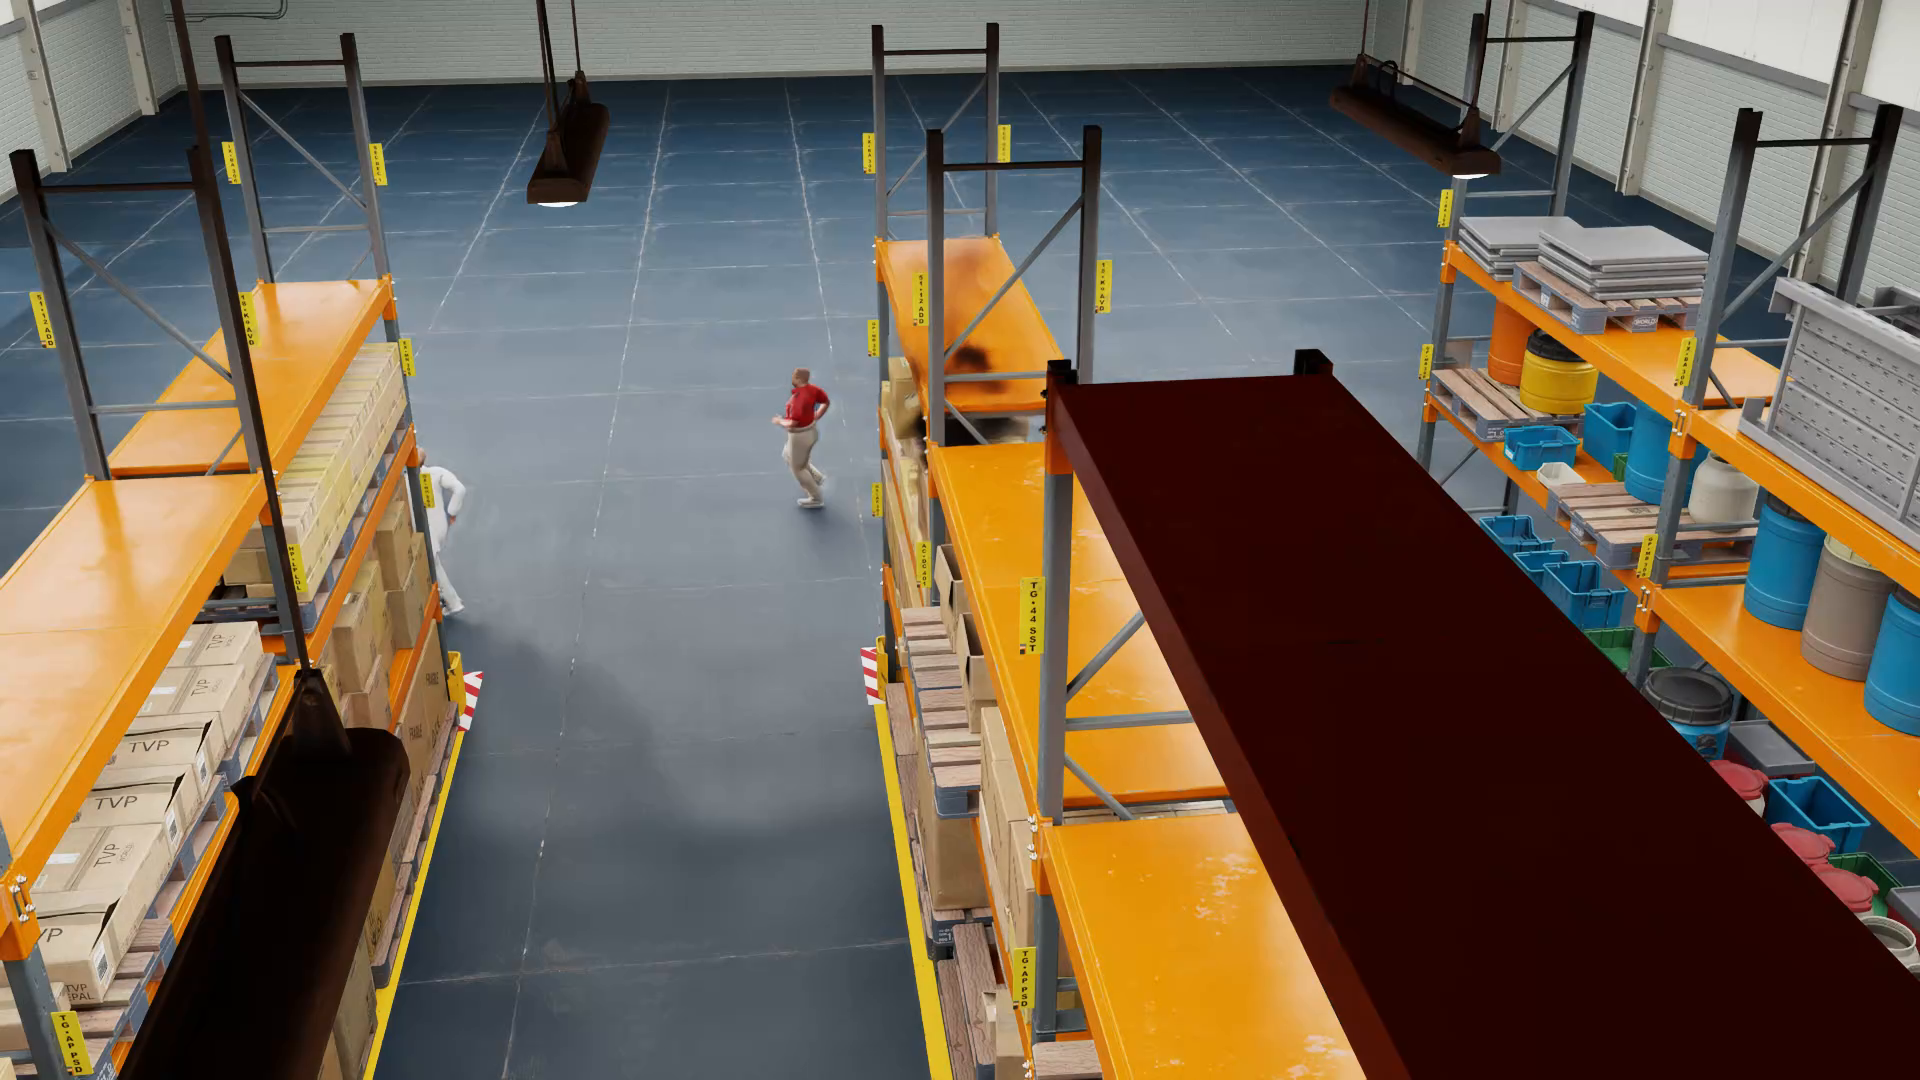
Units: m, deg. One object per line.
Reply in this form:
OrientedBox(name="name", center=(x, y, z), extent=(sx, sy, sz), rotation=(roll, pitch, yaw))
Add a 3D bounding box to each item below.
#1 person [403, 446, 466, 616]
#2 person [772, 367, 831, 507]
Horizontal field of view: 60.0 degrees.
OrientedBox(name="person", center=(-5.301, -0.074, 16.602), extent=(0.920, 1.828, 0.694), rotation=(21, 33, 37))
OrientedBox(name="person", center=(-1.853, -1.195, 19.041), extent=(0.597, 1.684, 0.651), rotation=(7, 26, 14))
